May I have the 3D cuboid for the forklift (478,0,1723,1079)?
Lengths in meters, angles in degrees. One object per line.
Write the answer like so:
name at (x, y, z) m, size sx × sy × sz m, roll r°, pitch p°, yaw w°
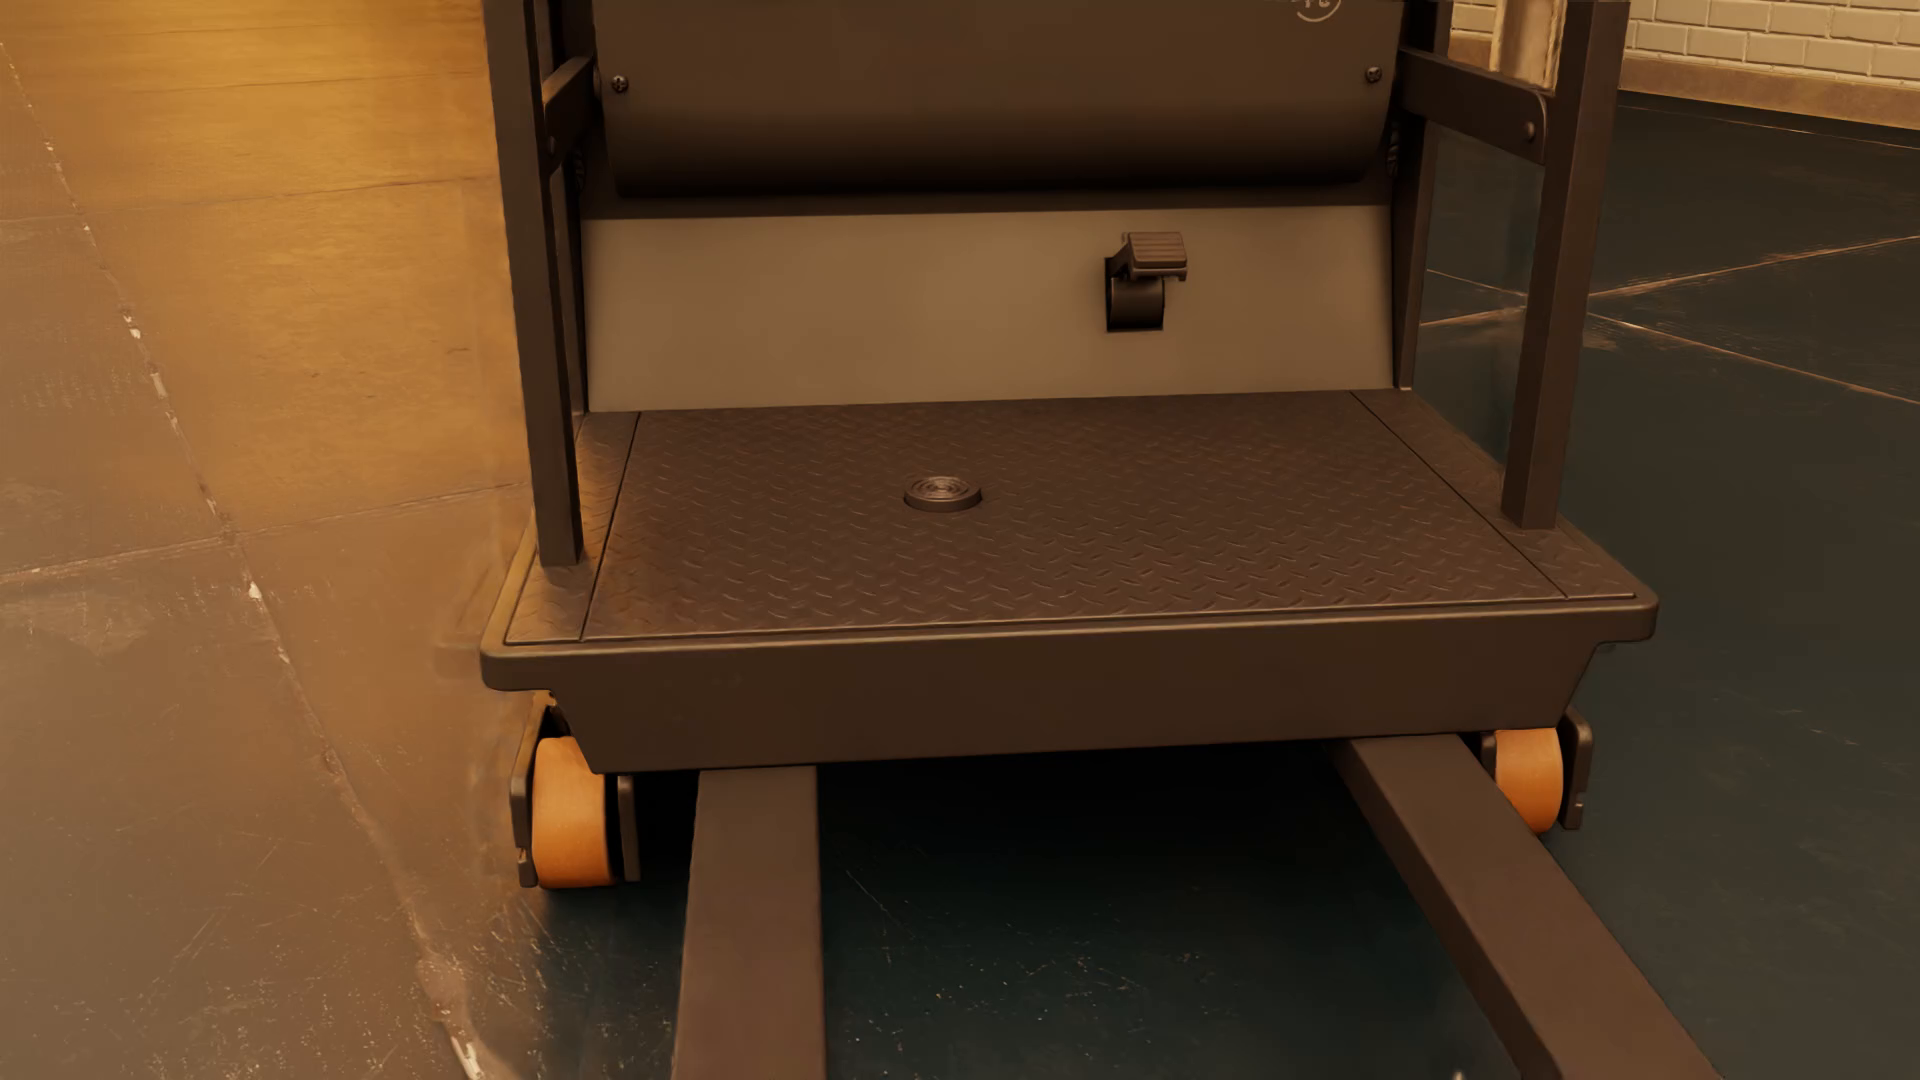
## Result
forklift at (0.072, -1.124, 1.513) m, size 1.130 × 2.935 × 3.031 m, roll -2°, pitch 22°, yaw -5°
